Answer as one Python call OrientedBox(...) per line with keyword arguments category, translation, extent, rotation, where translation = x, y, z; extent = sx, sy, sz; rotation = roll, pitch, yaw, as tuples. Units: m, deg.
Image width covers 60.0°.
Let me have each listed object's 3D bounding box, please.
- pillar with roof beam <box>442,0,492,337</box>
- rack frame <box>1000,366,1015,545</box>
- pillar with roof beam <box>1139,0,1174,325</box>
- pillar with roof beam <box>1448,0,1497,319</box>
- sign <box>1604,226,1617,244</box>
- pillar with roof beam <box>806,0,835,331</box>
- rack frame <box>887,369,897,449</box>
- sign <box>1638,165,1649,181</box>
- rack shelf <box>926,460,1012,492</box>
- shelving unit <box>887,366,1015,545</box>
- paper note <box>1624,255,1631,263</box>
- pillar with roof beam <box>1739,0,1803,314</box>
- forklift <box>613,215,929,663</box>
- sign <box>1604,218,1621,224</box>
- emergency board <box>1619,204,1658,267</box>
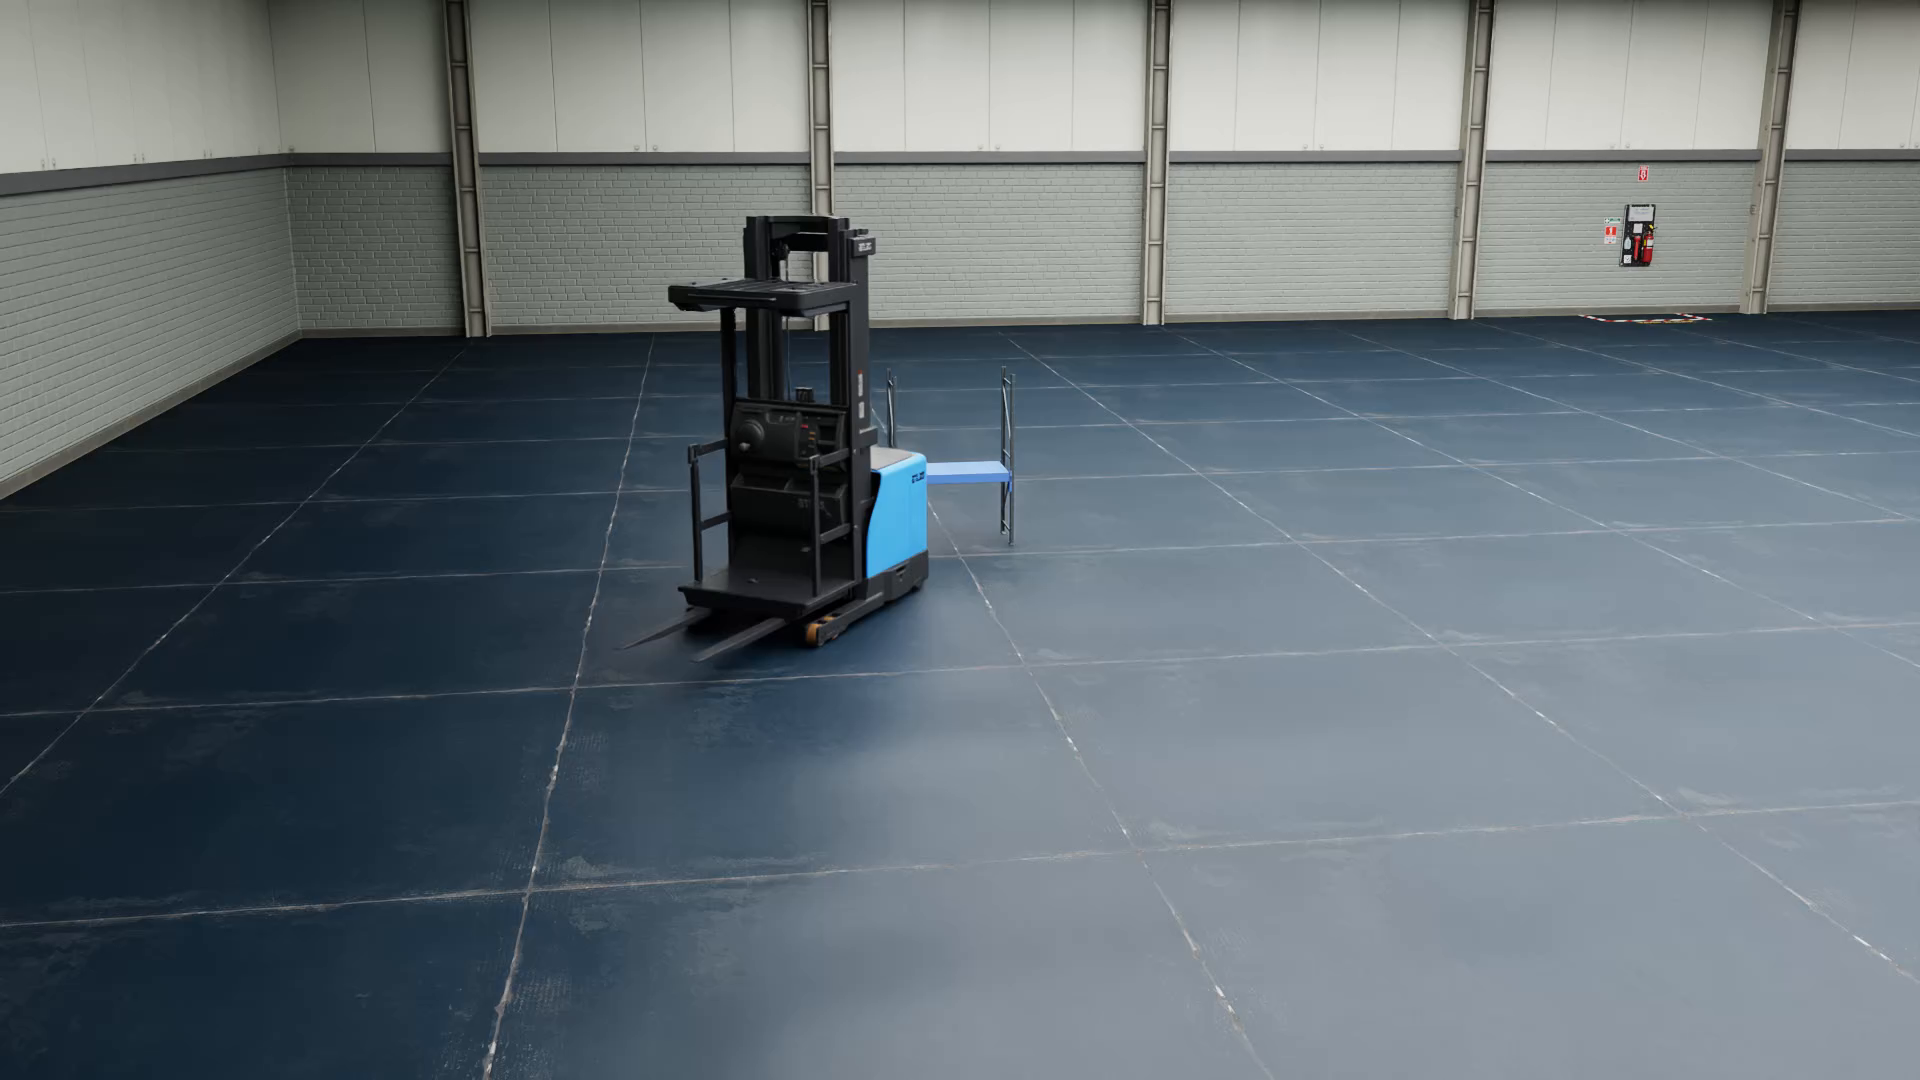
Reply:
OrientedBox(category="pillar with roof beam", translation=(-7.701, -6.869, 23.611), extent=(0.400, 9.000, 9.100), rotation=(-2, 14, -8))
OrientedBox(category="rack frame", translation=(0.418, -0.743, 14.601), extent=(0.032, 1.500, 0.500), rotation=(-2, 14, -8))
OrientedBox(category="pillar with roof beam", translation=(4.165, -7.303, 25.345), extent=(0.400, 9.000, 9.100), rotation=(-2, 14, -8))
OrientedBox(category="pillar with roof beam", translation=(10.098, -7.521, 26.212), extent=(0.400, 9.000, 9.100), rotation=(-2, 14, -8))
OrientedBox(category="sign", translation=(12.378, -5.806, 31.632), extent=(0.234, 0.329, 0.001), rotation=(-2, 14, -8))
OrientedBox(category="pillar with roof beam", translation=(-1.768, -7.086, 24.478), extent=(0.400, 9.000, 9.100), rotation=(-2, 14, -8))
OrientedBox(category="rack frame", translation=(-0.587, -0.706, 14.454), extent=(0.032, 1.500, 0.500), rotation=(-2, 14, -8))
OrientedBox(category="sign", translation=(12.918, -6.932, 31.430), extent=(0.199, 0.298, 0.001), rotation=(-2, 14, -8))
OrientedBox(category="rack shelf", translation=(-0.084, -0.550, 14.571), extent=(1.000, 0.185, 0.538), rotation=(-2, 14, -8))
OrientedBox(category="shelving unit", translation=(-0.084, -0.724, 14.527), extent=(1.048, 1.500, 0.538), rotation=(-2, 14, -8))
OrientedBox(category="paper note", translation=(12.755, -5.367, 31.765), extent=(0.142, 0.148, 0.016), rotation=(-2, 14, -8))
OrientedBox(category="pillar with roof beam", translation=(16.031, -7.738, 27.079), extent=(0.400, 9.000, 9.100), rotation=(-2, 14, -8))
OrientedBox(category="forklift", translation=(-1.339, -0.790, 11.846), extent=(1.130, 2.935, 3.031), rotation=(7, 16, 25))
OrientedBox(category="sign", translation=(12.384, -6.061, 31.560), extent=(0.331, 0.109, 0.001), rotation=(-2, 14, -8))
OrientedBox(category="emergency board", translation=(12.941, -5.784, 31.617), extent=(0.643, 1.169, 0.194), rotation=(-2, 14, -8))
